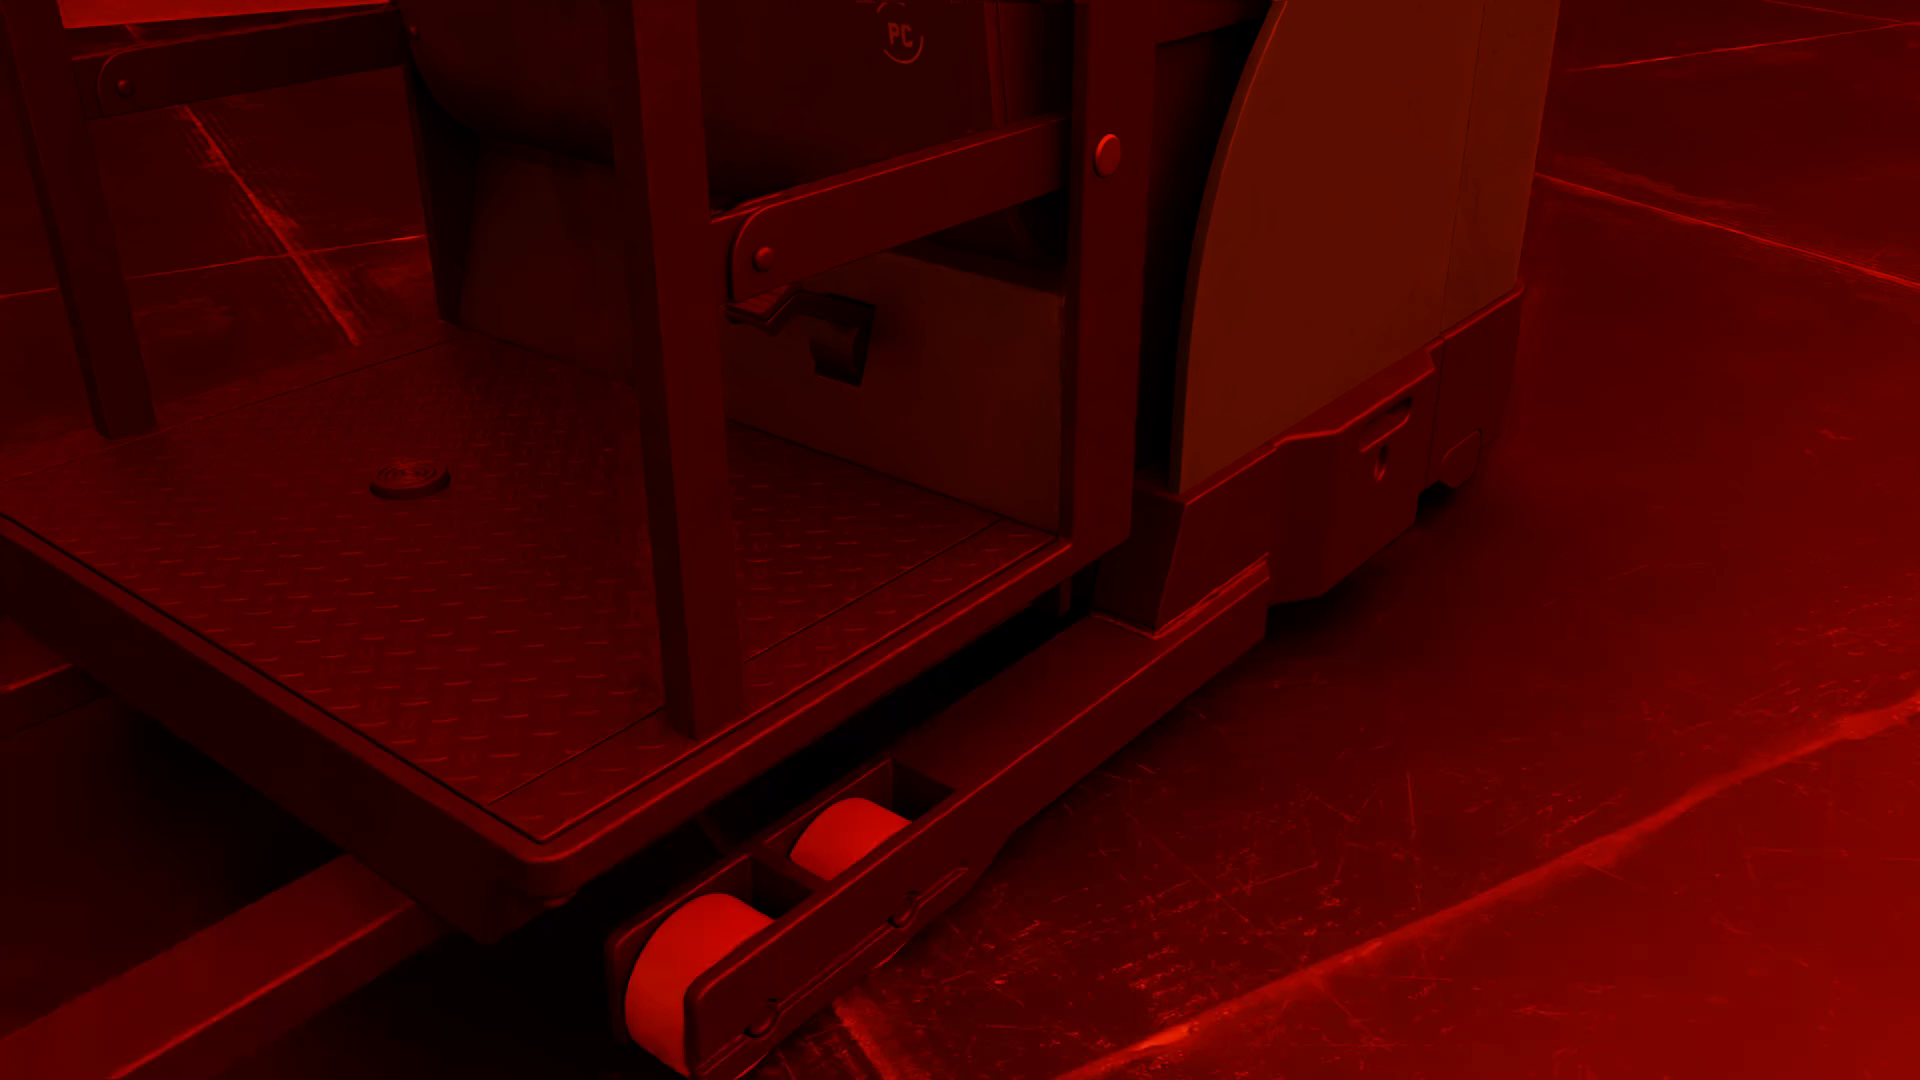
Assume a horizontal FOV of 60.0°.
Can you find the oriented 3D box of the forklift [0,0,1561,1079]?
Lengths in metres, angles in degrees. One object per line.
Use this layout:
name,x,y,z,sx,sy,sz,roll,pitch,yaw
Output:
forklift,-0.431,-1.067,1.363,1.130,2.935,3.031,20,33,34
